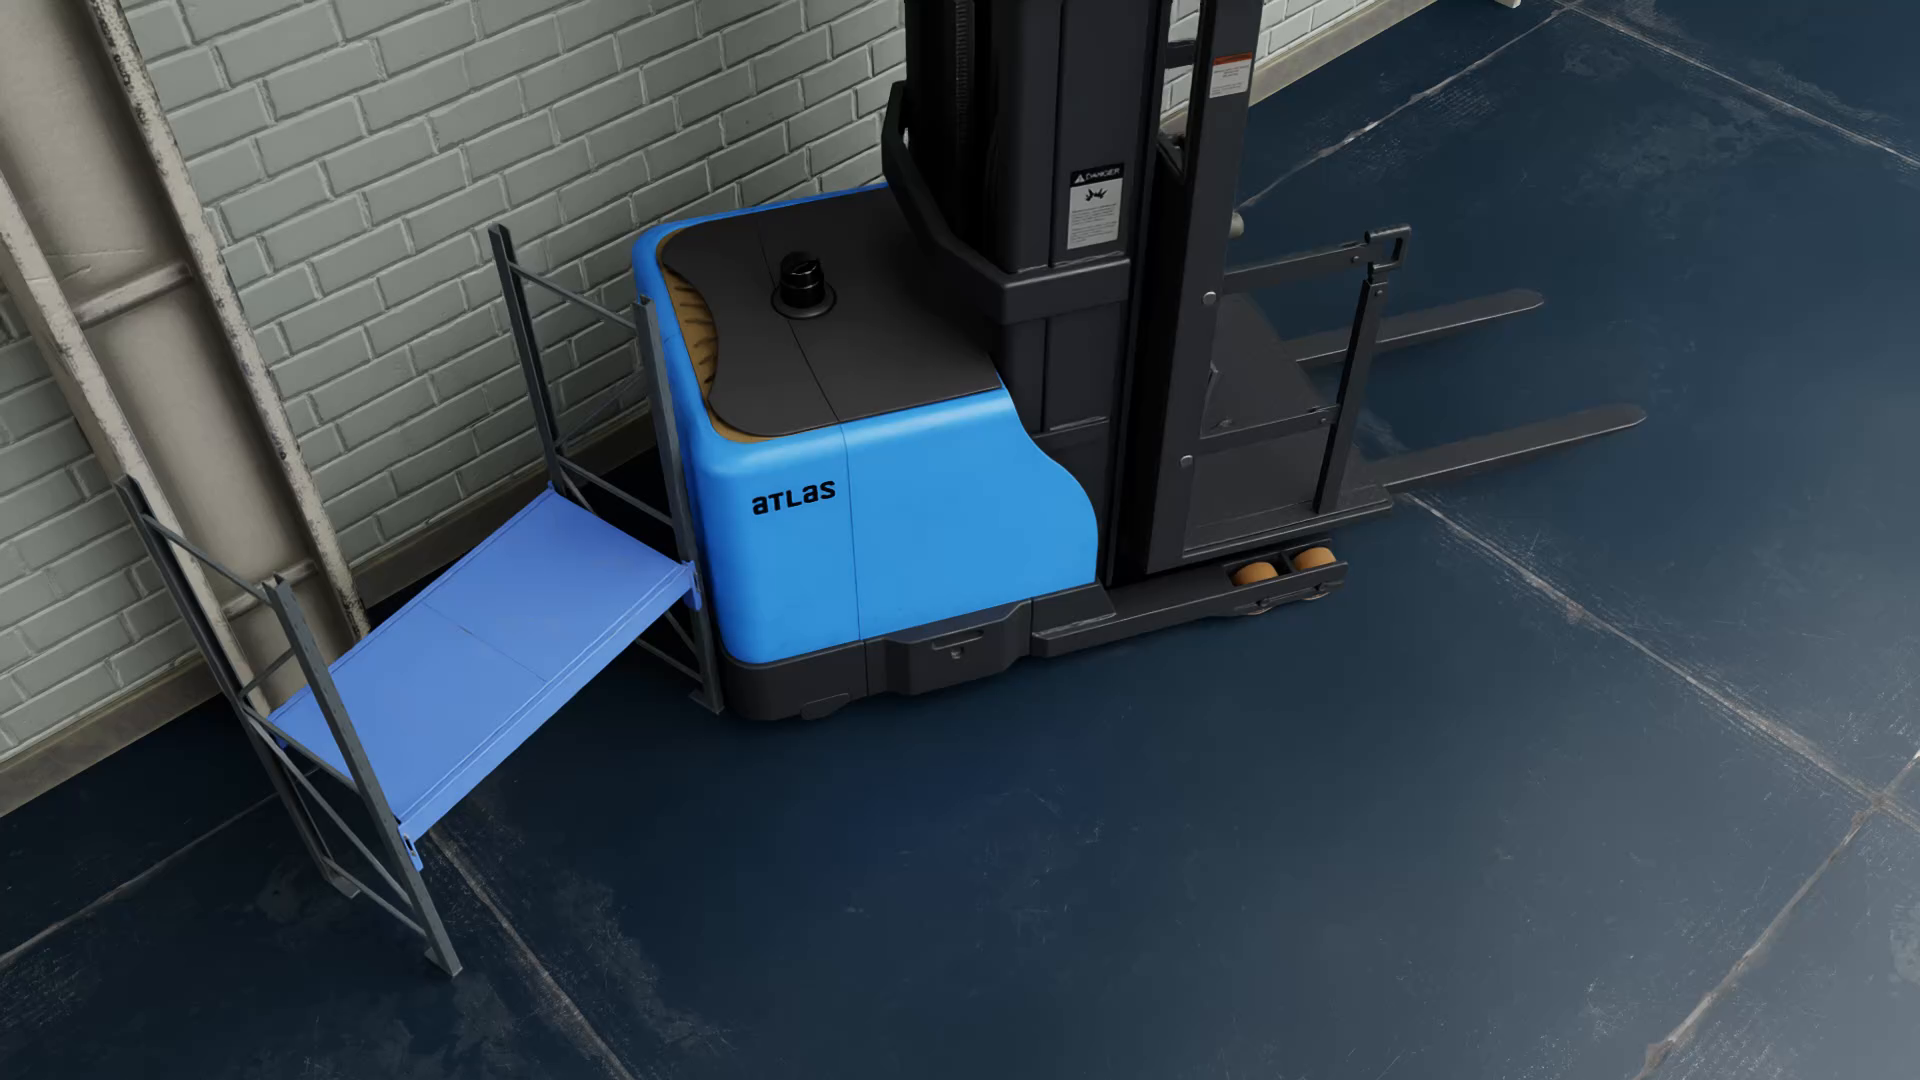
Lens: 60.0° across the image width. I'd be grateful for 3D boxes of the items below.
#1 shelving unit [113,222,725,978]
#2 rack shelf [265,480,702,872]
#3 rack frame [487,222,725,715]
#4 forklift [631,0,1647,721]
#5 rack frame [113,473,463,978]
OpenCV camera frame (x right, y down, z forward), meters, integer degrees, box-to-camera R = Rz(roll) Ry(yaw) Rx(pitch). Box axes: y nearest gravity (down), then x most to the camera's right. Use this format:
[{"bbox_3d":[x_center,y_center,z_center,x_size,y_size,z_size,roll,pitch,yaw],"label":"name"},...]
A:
[{"bbox_3d":[-1.186,0.184,4.060,0.538,1.500,1.048,28,53,23],"label":"shelving unit"},{"bbox_3d":[-1.186,0.306,4.192,0.538,0.185,1.000,28,53,23],"label":"rack shelf"},{"bbox_3d":[-0.891,-0.121,4.341,0.500,1.500,0.032,28,53,23],"label":"rack frame"},{"bbox_3d":[0.655,-1.124,4.293,3.031,2.935,1.130,-13,49,-12],"label":"forklift"},{"bbox_3d":[-1.480,0.488,3.779,0.500,1.500,0.032,28,53,23],"label":"rack frame"}]
